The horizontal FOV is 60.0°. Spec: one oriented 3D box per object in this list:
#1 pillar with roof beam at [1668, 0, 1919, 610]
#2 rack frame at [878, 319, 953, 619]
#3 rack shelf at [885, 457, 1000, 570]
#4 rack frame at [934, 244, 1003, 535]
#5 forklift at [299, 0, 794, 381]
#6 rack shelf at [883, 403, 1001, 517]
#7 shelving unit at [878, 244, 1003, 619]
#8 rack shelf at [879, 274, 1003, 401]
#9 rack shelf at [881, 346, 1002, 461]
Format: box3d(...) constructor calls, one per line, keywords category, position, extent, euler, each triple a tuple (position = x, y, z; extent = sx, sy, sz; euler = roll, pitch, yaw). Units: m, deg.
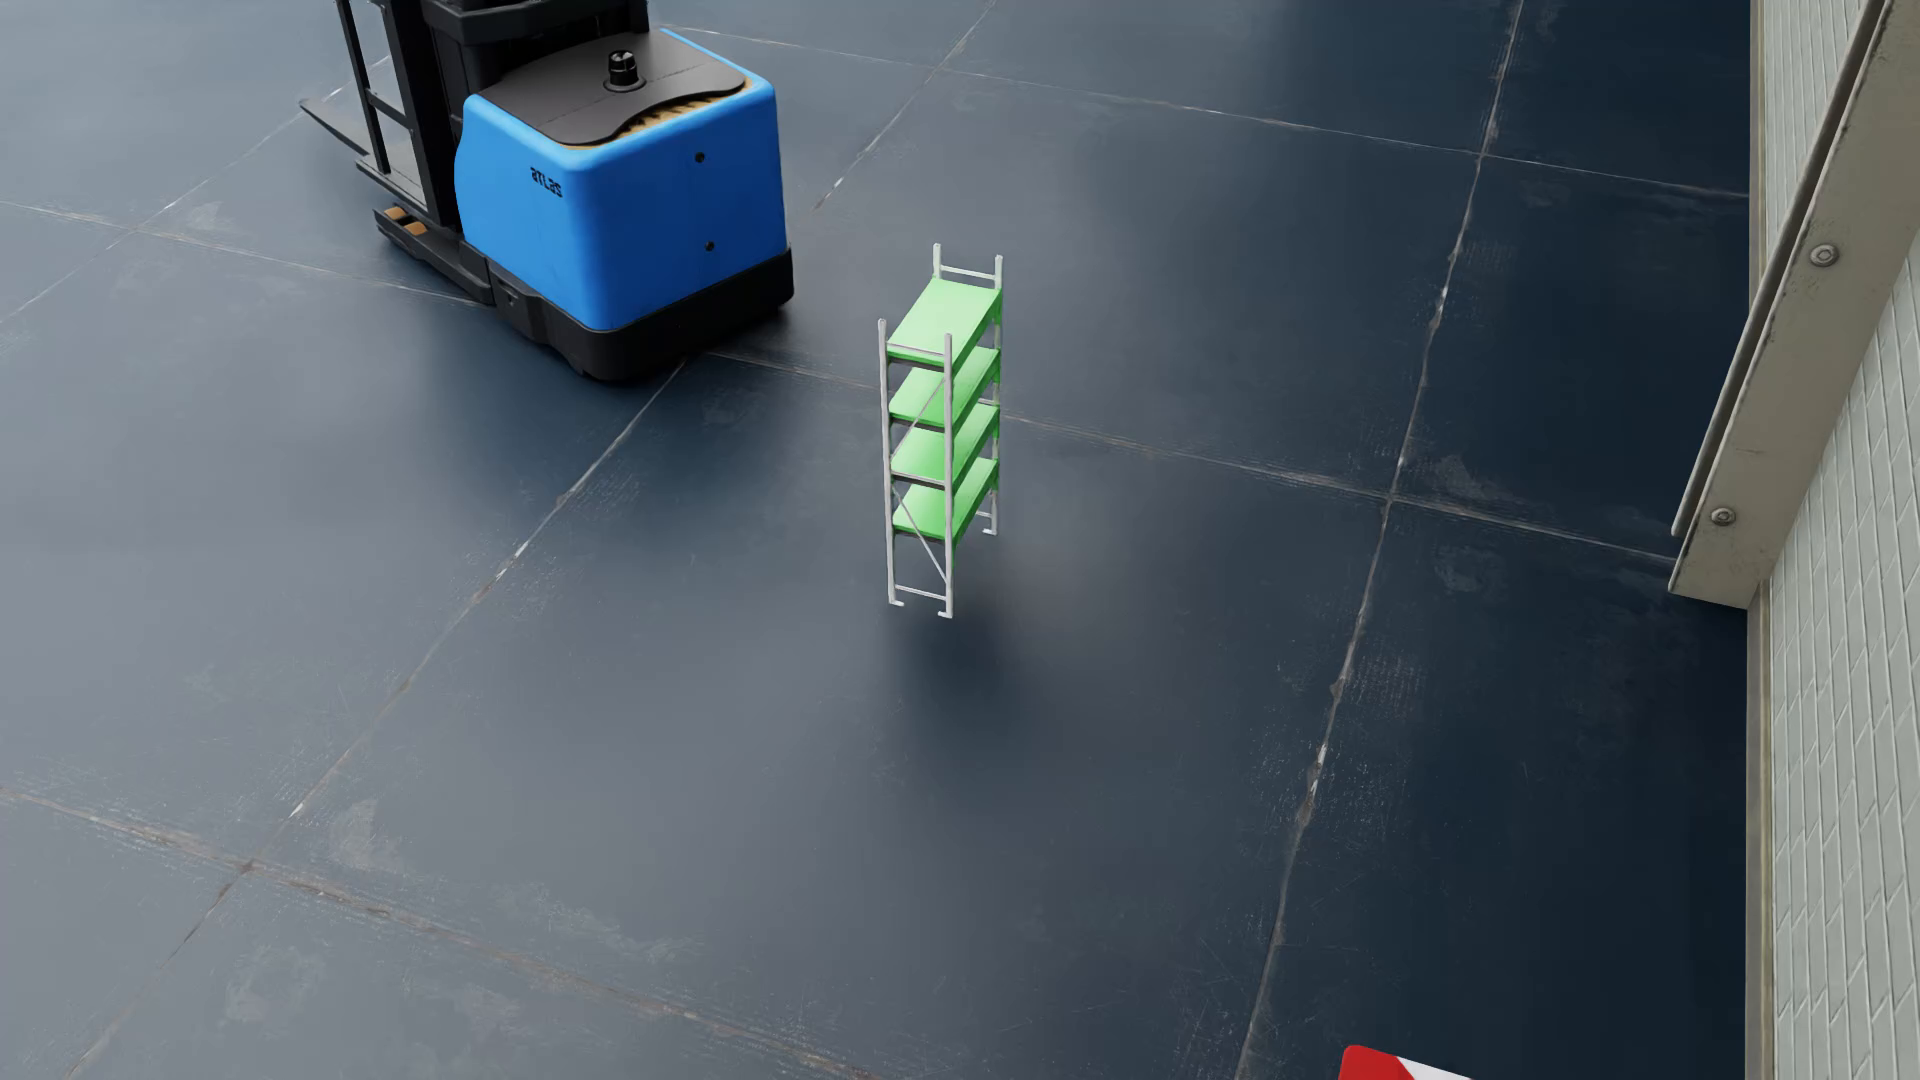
box3d(category="pillar with roof beam", position=(-1.266, -4.276, 4.329), extent=(9.100, 9.000, 0.400), euler=(13, 42, 15))
box3d(category="rack frame", position=(-0.140, -0.207, 5.568), extent=(0.240, 1.200, 0.015), euler=(13, 42, 15))
box3d(category="rack shelf", position=(-0.057, -0.124, 5.939), extent=(0.258, 0.148, 0.480), euler=(13, 42, 15))
box3d(category="rack frame", position=(0.027, -0.504, 5.917), extent=(0.240, 1.200, 0.015), euler=(13, 42, 15))
box3d(category="forklift", position=(-2.119, -2.640, 7.086), extent=(1.130, 2.935, 3.031), euler=(-32, 50, -32))
box3d(category="rack shelf", position=(-0.057, -0.307, 5.784), extent=(0.258, 0.148, 0.480), euler=(13, 42, 15))
box3d(category="shelving unit", position=(-0.057, -0.355, 5.742), extent=(0.258, 1.200, 0.503), euler=(13, 42, 15))
box3d(category="rack shelf", position=(-0.057, -0.672, 5.472), extent=(0.258, 0.148, 0.480), euler=(13, 42, 15))
box3d(category="rack shelf", position=(-0.057, -0.489, 5.628), extent=(0.258, 0.148, 0.480), euler=(13, 42, 15))
